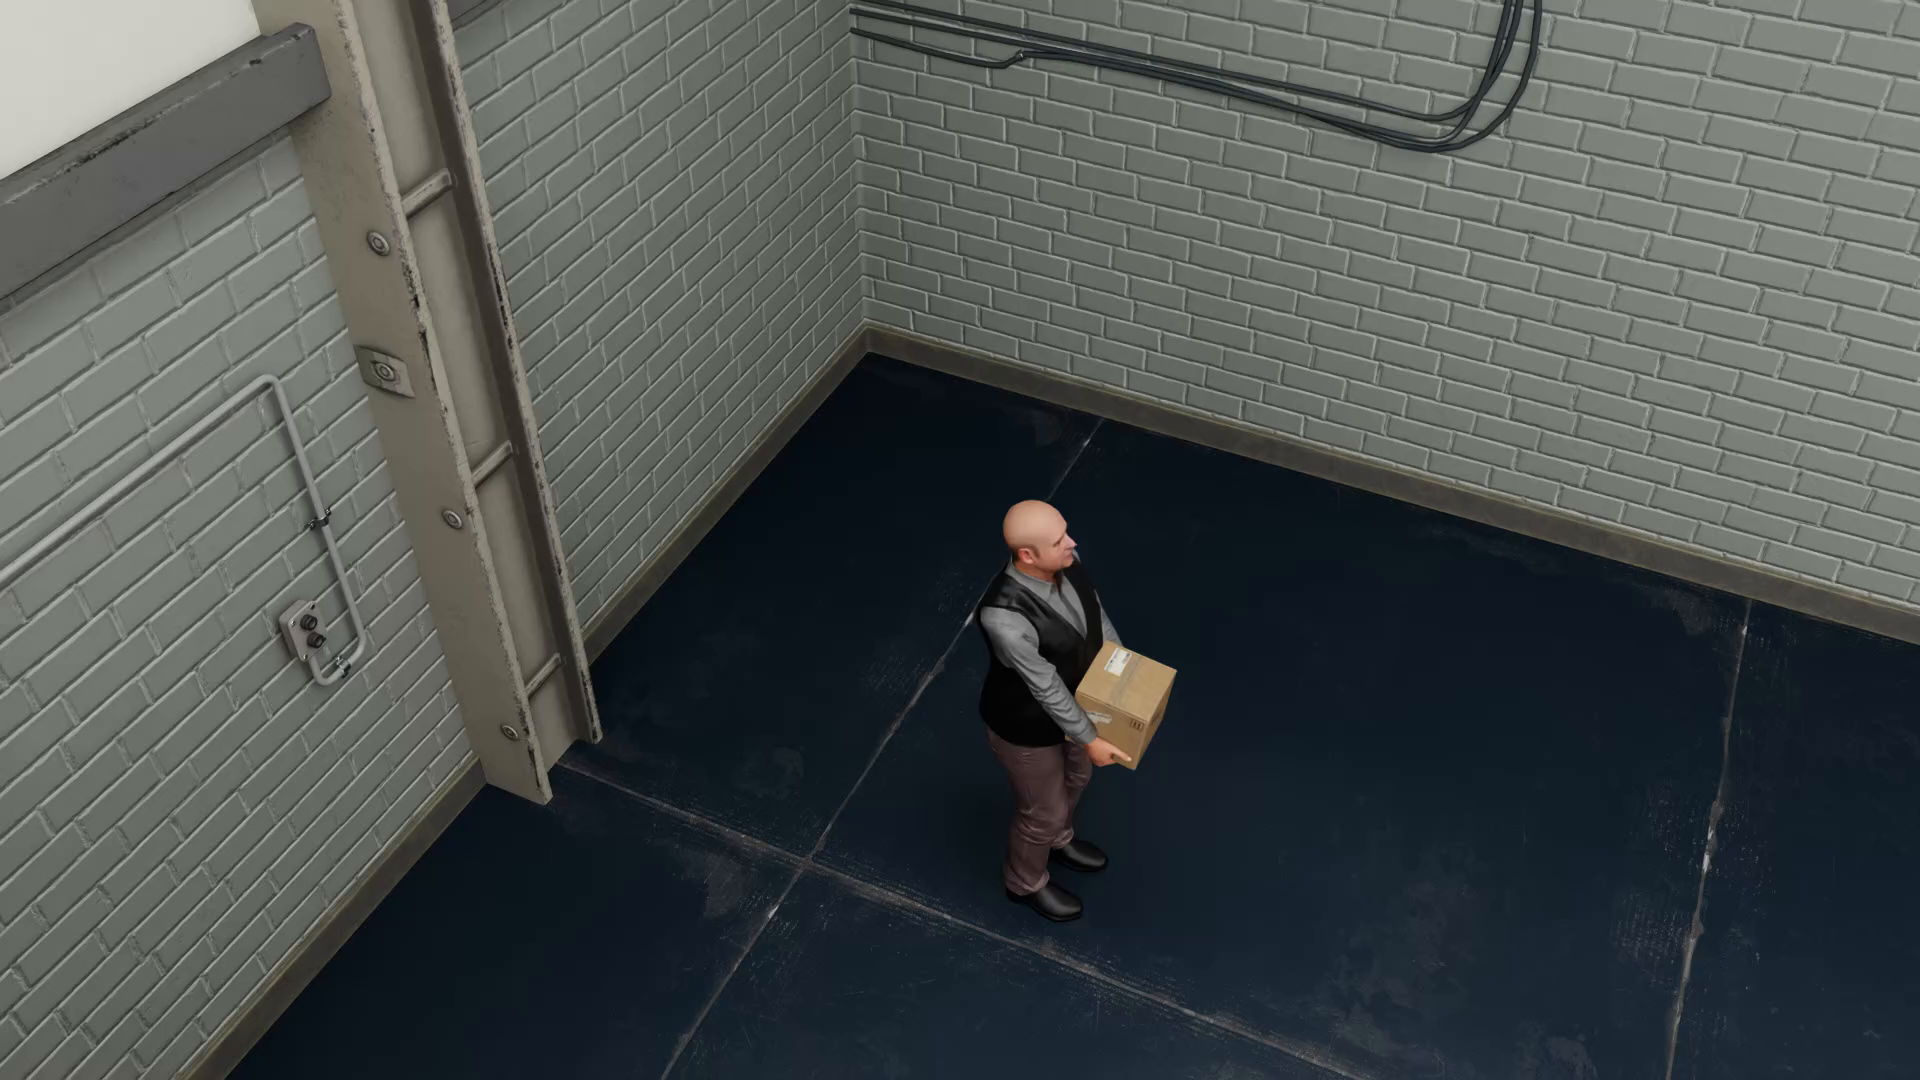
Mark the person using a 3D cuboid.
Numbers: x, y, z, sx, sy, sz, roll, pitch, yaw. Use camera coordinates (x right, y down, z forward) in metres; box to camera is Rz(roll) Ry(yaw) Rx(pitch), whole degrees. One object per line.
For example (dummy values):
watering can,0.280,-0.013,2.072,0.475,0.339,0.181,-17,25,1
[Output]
person,0.360,0.586,5.527,0.558,1.711,0.494,18,45,19
